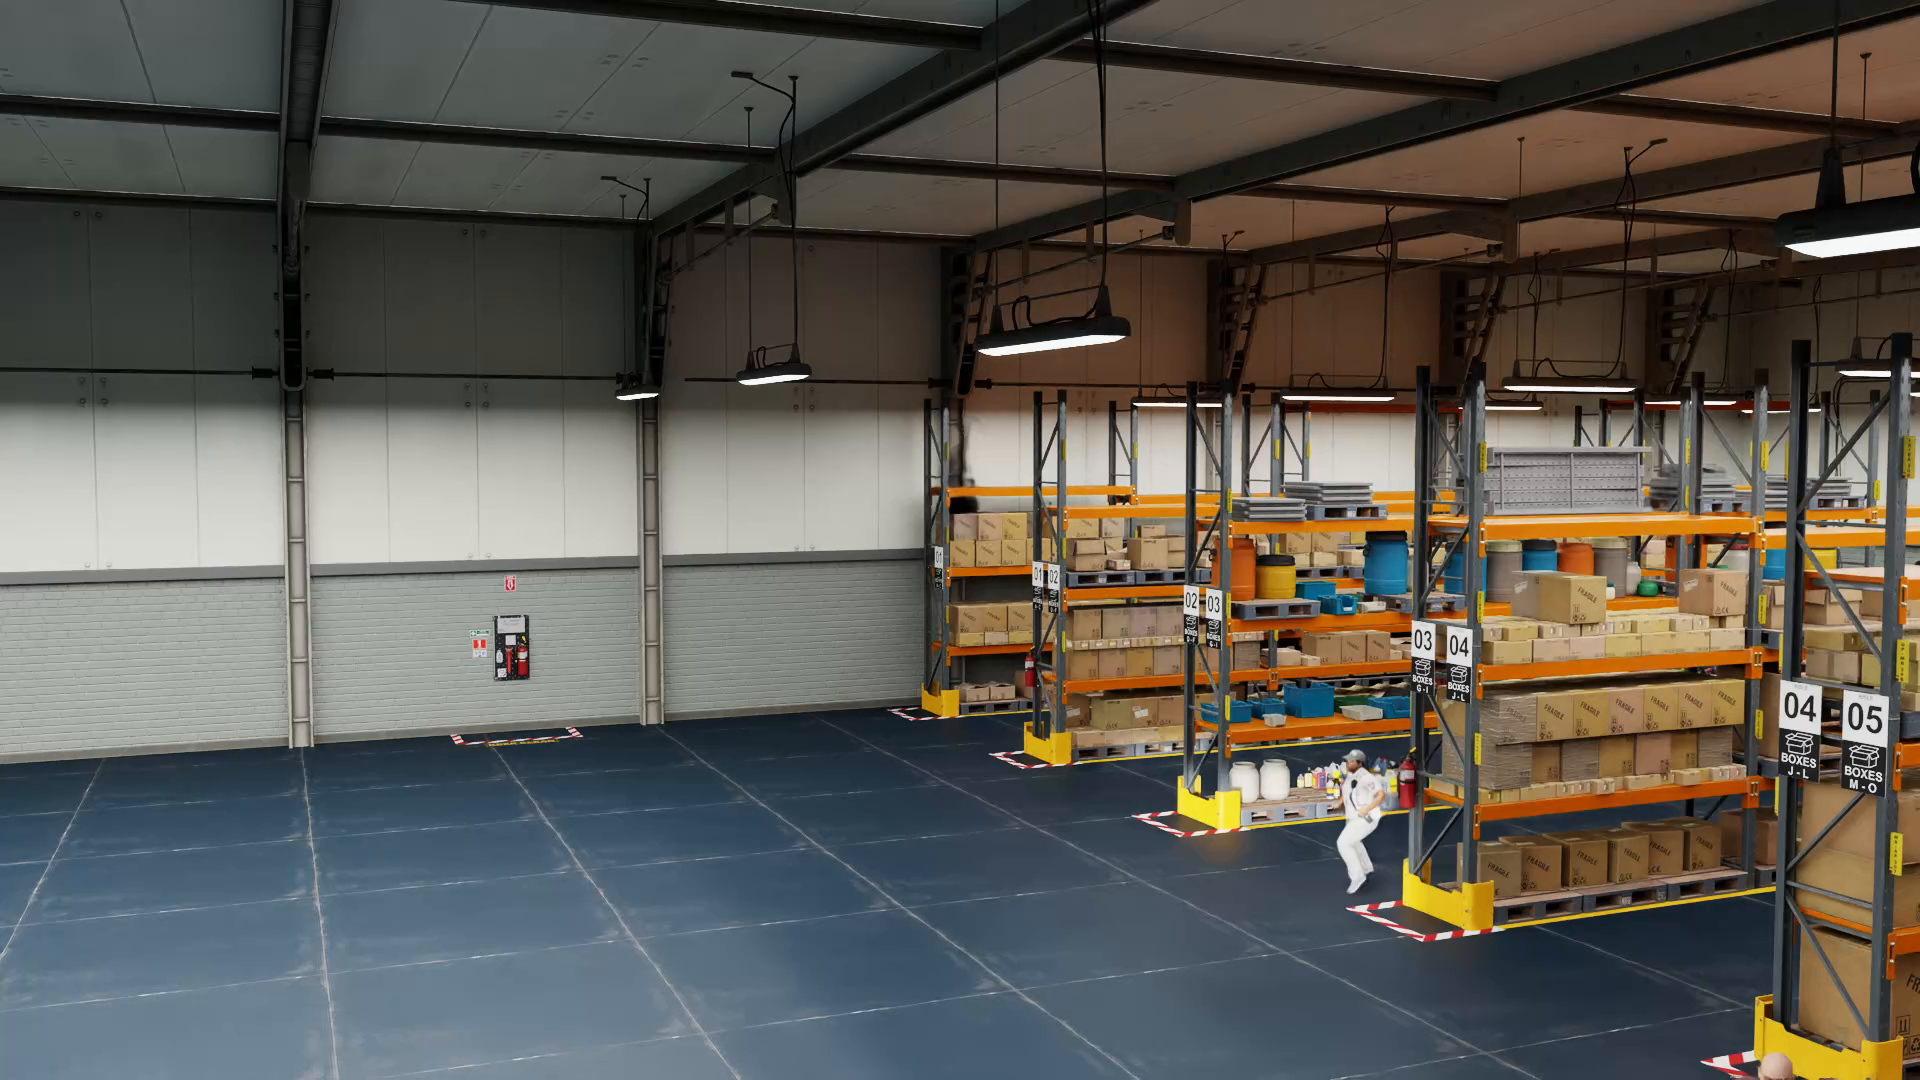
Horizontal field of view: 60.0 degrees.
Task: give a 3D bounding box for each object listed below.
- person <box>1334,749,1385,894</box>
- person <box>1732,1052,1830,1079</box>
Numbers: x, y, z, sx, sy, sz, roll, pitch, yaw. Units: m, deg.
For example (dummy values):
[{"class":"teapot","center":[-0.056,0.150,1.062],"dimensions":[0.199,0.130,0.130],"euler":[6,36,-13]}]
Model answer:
[{"class":"person","center":[4.633,3.235,19.325],"dimensions":[0.699,1.640,0.814],"euler":[-1,3,-13]},{"class":"person","center":[4.889,3.778,9.806],"dimensions":[0.752,1.735,1.072],"euler":[3,4,37]}]
